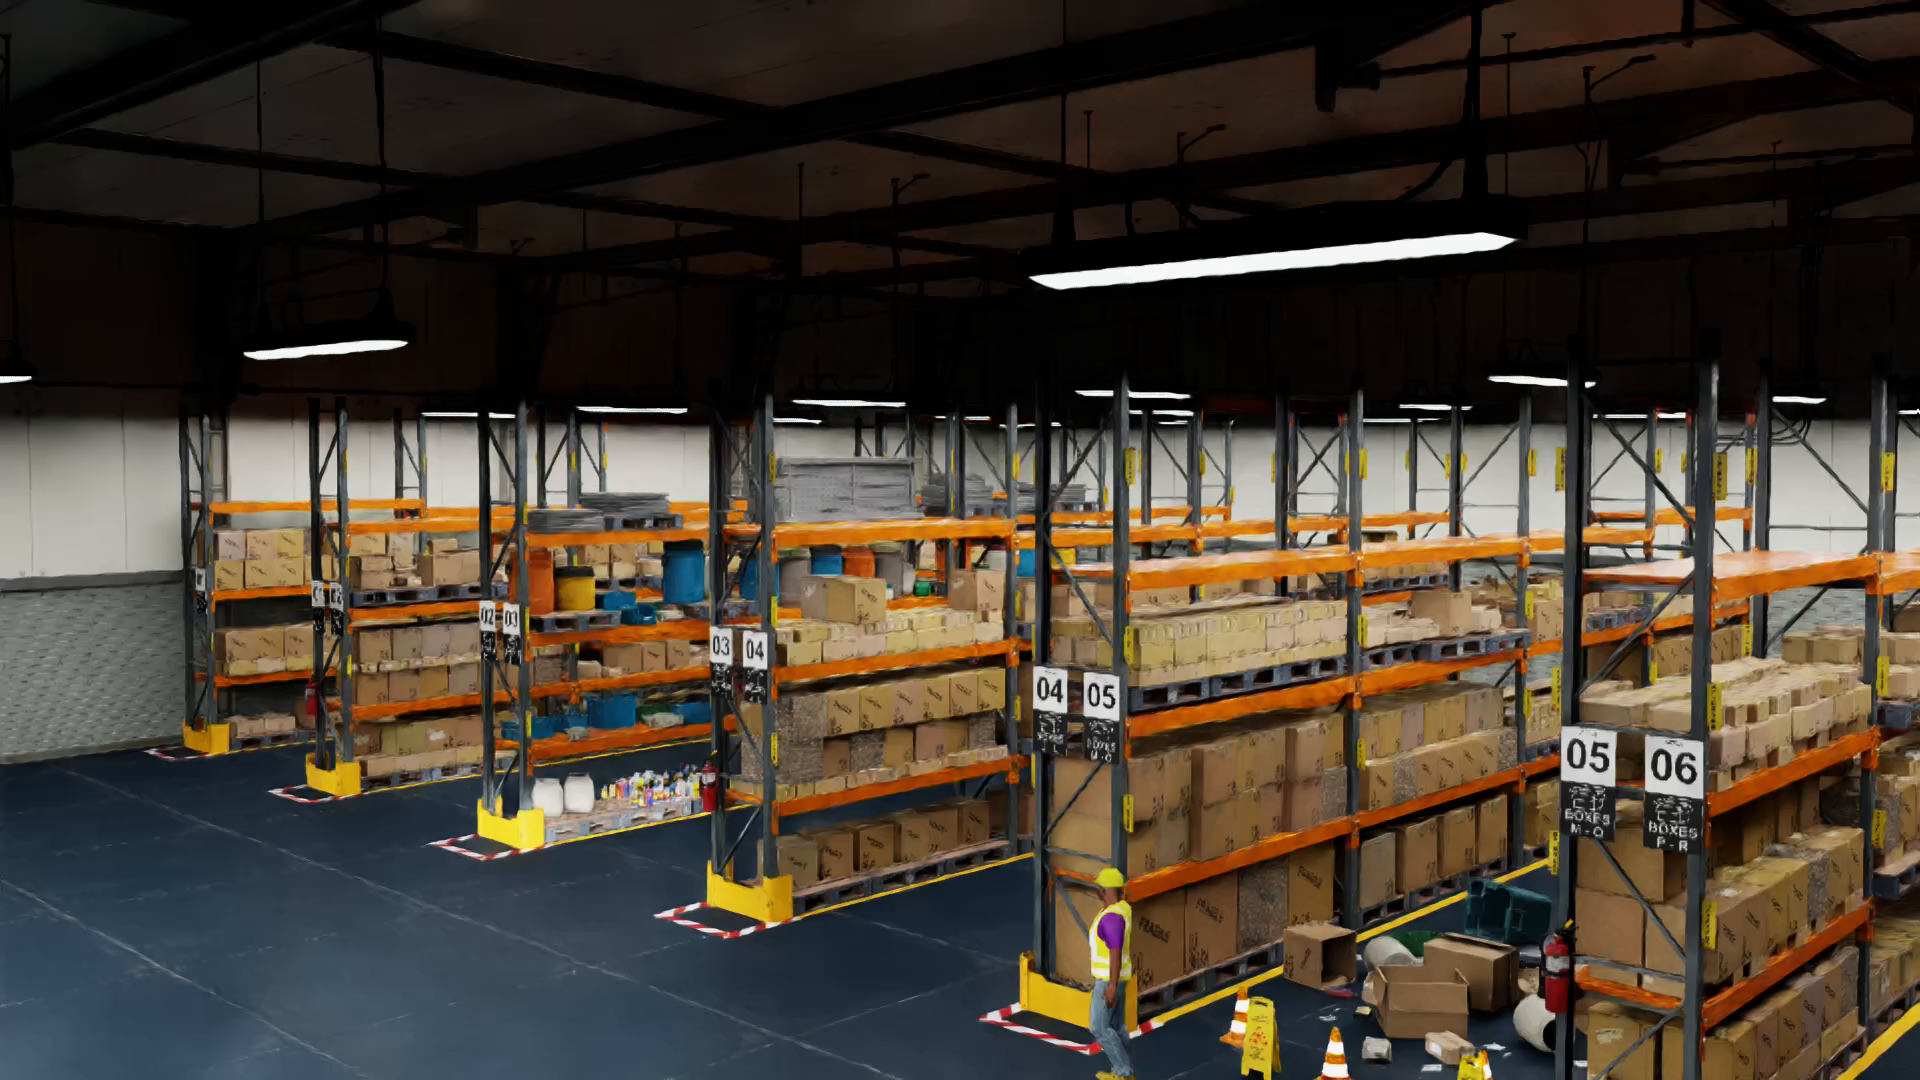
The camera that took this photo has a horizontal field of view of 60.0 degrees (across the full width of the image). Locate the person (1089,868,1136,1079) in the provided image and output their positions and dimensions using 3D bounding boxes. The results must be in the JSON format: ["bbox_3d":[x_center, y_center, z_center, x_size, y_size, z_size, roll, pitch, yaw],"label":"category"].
[{"bbox_3d":[1.251,3.559,13.530,0.395,1.760,0.660,1,3,12],"label":"person"}]
